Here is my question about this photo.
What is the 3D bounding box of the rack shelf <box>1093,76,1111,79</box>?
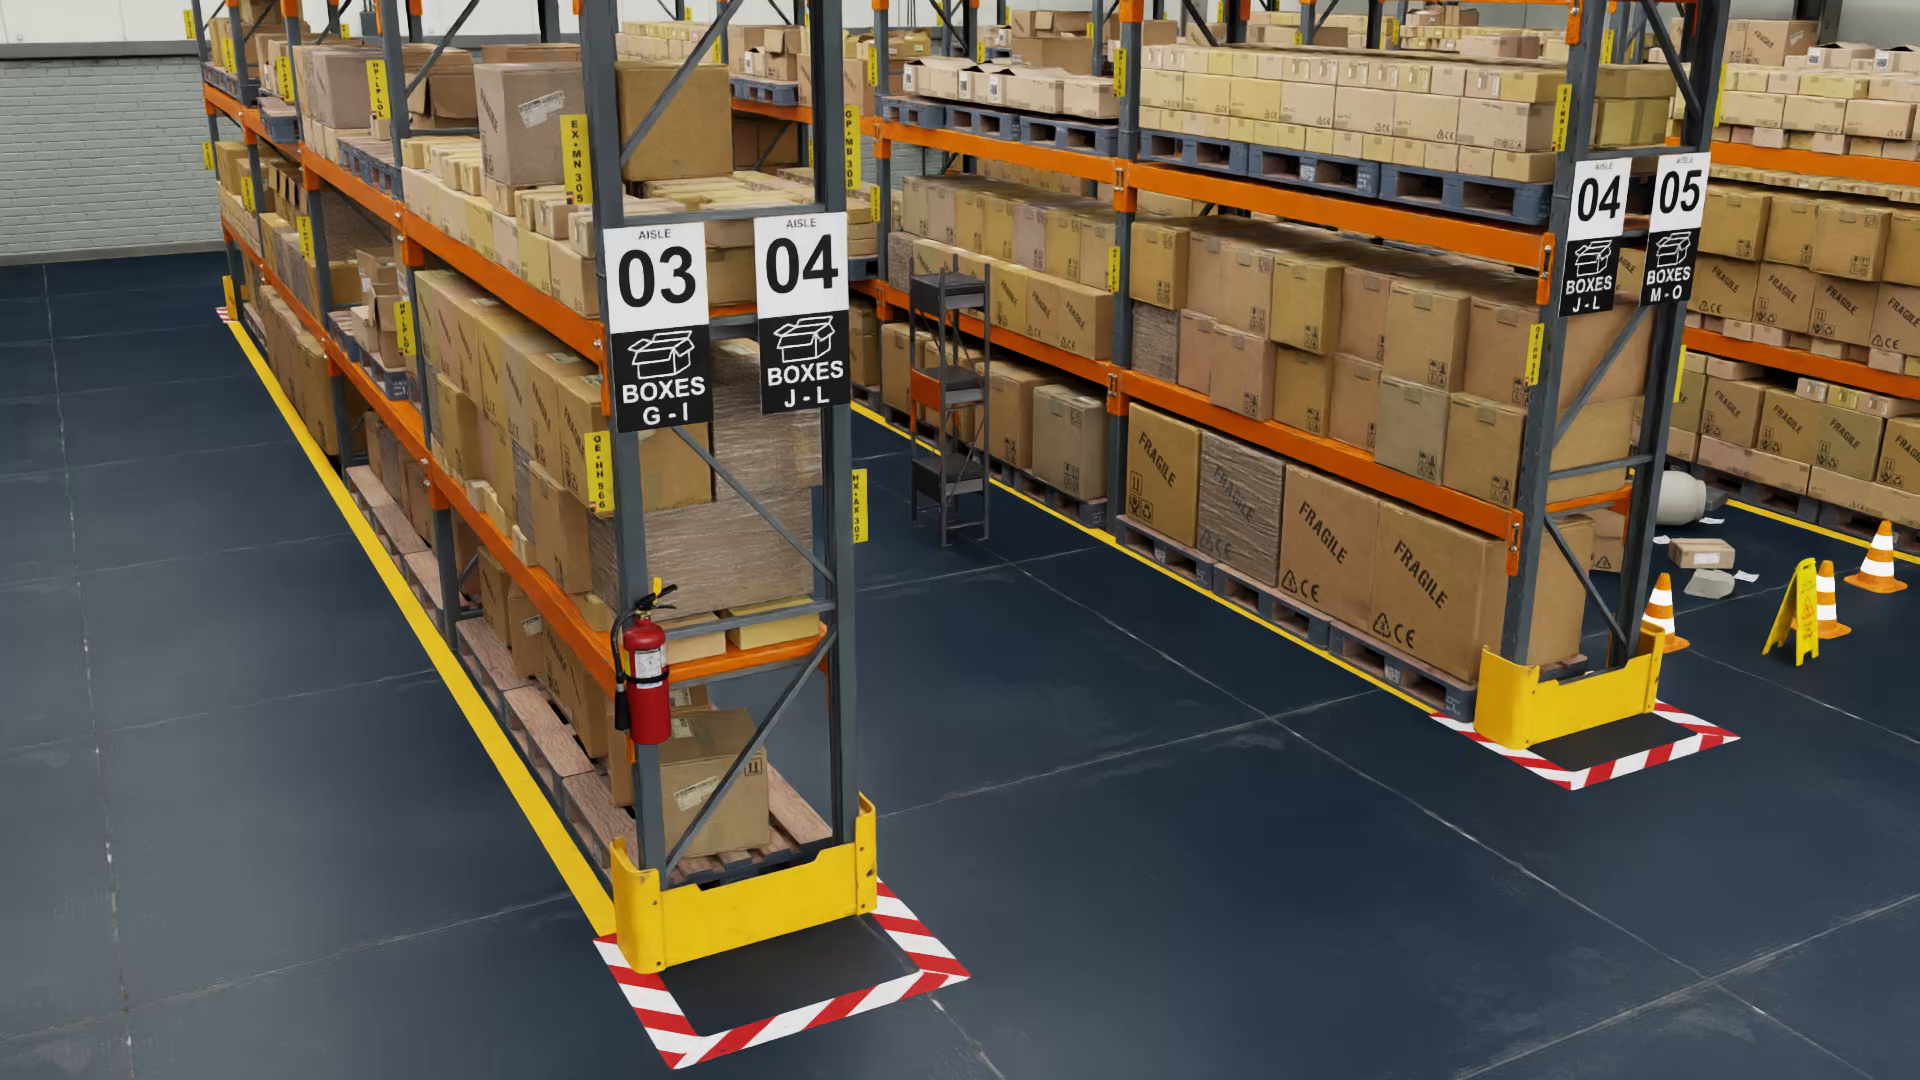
[{"bbox_3d":[3.052,-5.134,19.416,1.077,0.370,4.000,-10,21,-27],"label":"rack shelf"}]

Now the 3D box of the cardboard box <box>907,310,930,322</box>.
[{"bbox_3d":[-0.421,-2.293,16.717,0.500,0.250,0.500,-11,22,-29],"label":"cardboard box"}]

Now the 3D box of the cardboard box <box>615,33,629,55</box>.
[{"bbox_3d":[-4.121,-6.397,21.437,0.500,0.250,0.500,-10,21,-26],"label":"cardboard box"}]

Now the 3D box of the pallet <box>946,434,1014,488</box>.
[{"bbox_3d":[0.577,-0.780,14.570,1.003,0.211,1.213,-10,21,-27],"label":"pallet"}]

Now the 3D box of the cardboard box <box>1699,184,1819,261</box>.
[{"bbox_3d":[6.357,-2.536,13.241,0.700,0.500,0.500,-11,22,-28],"label":"cardboard box"}]

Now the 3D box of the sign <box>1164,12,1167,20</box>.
[{"bbox_3d":[2.575,-6.528,21.079,0.100,0.325,0.005,-10,21,-27],"label":"sign"}]

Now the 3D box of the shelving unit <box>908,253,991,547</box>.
[{"bbox_3d":[-0.079,-1.040,12.427,0.431,2.100,0.503,-10,21,-27],"label":"shelving unit"}]

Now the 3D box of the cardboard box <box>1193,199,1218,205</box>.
[{"bbox_3d":[3.040,-4.038,19.198,0.500,0.250,0.500,-11,22,-28],"label":"cardboard box"}]

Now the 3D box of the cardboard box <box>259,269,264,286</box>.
[{"bbox_3d":[-7.289,-2.750,18.615,0.875,0.875,0.875,-10,21,-27],"label":"cardboard box"}]

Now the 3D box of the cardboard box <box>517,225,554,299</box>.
[{"bbox_3d":[-1.613,-1.240,7.257,0.500,0.250,0.500,-10,21,-26],"label":"cardboard box"}]

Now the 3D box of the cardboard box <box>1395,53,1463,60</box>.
[{"bbox_3d":[2.890,-2.895,10.191,0.380,0.149,0.250,-10,21,-26],"label":"cardboard box"}]

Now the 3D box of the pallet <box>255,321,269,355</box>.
[{"bbox_3d":[-7.495,-2.358,19.142,1.003,0.211,1.213,-10,21,-27],"label":"pallet"}]

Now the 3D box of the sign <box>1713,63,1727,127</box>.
[{"bbox_3d":[3.984,-2.343,8.762,0.100,0.325,0.005,-10,21,-27],"label":"sign"}]

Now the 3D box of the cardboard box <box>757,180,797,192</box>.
[{"bbox_3d":[-1.928,-3.713,17.622,0.380,0.149,0.250,-10,21,-27],"label":"cardboard box"}]

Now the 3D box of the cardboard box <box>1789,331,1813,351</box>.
[{"bbox_3d":[6.726,-1.583,13.005,0.380,0.149,0.250,-10,21,-27],"label":"cardboard box"}]

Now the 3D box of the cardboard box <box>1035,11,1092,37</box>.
[{"bbox_3d":[1.434,-6.725,21.968,0.797,0.503,0.637,-8,21,-22],"label":"cardboard box"}]

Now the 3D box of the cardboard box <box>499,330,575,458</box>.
[{"bbox_3d":[-1.877,-0.717,7.970,0.500,0.500,0.500,-10,21,-27],"label":"cardboard box"}]

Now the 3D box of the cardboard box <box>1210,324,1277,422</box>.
[{"bbox_3d":[2.213,-1.177,11.215,0.875,0.550,0.550,-10,21,-27],"label":"cardboard box"}]

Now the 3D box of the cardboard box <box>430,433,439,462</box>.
[{"bbox_3d":[-2.983,-0.572,10.075,0.380,0.149,0.250,-10,21,-27],"label":"cardboard box"}]

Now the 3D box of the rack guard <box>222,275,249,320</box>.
[{"bbox_3d":[-8.530,-3.069,20.759,1.175,0.500,0.348,-10,21,-27],"label":"rack guard"}]

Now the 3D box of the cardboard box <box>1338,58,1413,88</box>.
[{"bbox_3d":[2.430,-2.721,9.685,0.380,0.149,0.250,-10,22,-27],"label":"cardboard box"}]

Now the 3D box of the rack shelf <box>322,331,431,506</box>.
[{"bbox_3d":[-3.770,-1.033,12.129,1.077,0.370,4.000,-10,21,-27],"label":"rack shelf"}]

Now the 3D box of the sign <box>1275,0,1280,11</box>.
[{"bbox_3d":[5.067,-8.465,26.610,0.100,0.325,0.005,-10,21,-27],"label":"sign"}]

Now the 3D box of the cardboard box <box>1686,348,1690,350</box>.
[{"bbox_3d":[6.418,-1.459,14.682,0.500,0.500,0.500,-10,22,-27],"label":"cardboard box"}]

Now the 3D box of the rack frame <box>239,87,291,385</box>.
[{"bbox_3d":[-6.619,-3.095,17.003,1.000,3.000,0.127,-10,21,-27],"label":"rack frame"}]

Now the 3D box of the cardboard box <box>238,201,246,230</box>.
[{"bbox_3d":[-7.550,-3.546,18.083,0.500,0.250,0.500,-10,21,-26],"label":"cardboard box"}]

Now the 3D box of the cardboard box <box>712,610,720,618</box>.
[{"bbox_3d":[-0.948,0.275,7.622,0.380,0.149,0.250,-10,21,-27],"label":"cardboard box"}]

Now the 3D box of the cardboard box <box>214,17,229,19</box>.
[{"bbox_3d":[-8.224,-5.814,19.332,0.700,0.500,0.500,-11,22,-30],"label":"cardboard box"}]

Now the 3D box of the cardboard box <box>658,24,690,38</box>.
[{"bbox_3d":[-3.440,-6.176,20.185,0.380,0.149,0.250,-9,21,-25],"label":"cardboard box"}]

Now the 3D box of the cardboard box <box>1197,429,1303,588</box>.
[{"bbox_3d":[2.261,-0.283,11.466,0.875,0.875,0.875,-10,21,-26],"label":"cardboard box"}]

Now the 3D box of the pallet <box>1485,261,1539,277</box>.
[{"bbox_3d":[5.666,-2.485,15.529,1.003,0.211,1.213,-10,21,-27],"label":"pallet"}]

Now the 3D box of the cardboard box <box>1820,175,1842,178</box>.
[{"bbox_3d":[9.731,-3.966,18.379,0.380,0.149,0.250,-10,21,-27],"label":"cardboard box"}]

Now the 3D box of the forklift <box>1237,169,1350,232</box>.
[{"bbox_3d":[3.193,-2.699,15.959,1.130,2.935,3.031,15,24,36],"label":"forklift"}]

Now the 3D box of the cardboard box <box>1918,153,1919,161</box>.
[{"bbox_3d":[7.080,-2.775,11.861,0.380,0.149,0.250,-10,21,-26],"label":"cardboard box"}]

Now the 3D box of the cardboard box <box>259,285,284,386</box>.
[{"bbox_3d":[-6.298,-2.109,16.758,1.225,0.875,0.875,-10,21,-26],"label":"cardboard box"}]

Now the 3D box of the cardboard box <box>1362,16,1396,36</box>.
[{"bbox_3d":[6.017,-7.232,23.400,0.500,0.250,0.500,-10,21,-27],"label":"cardboard box"}]

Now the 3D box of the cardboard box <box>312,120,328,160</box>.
[{"bbox_3d":[-4.477,-2.972,12.278,0.500,0.250,0.500,-9,21,-25],"label":"cardboard box"}]

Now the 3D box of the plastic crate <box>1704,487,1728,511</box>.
[{"bbox_3d":[5.925,-0.376,13.599,0.583,0.080,0.402,16,25,39],"label":"plastic crate"}]

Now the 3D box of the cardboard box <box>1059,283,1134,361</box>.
[{"bbox_3d":[1.110,-1.694,12.788,0.500,0.500,0.500,-10,21,-27],"label":"cardboard box"}]

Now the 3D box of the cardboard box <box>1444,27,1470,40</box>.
[{"bbox_3d":[6.643,-6.718,22.034,0.380,0.149,0.250,-10,22,-28],"label":"cardboard box"}]

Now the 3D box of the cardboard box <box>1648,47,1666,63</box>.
[{"bbox_3d":[8.267,-5.658,19.393,0.380,0.166,0.250,-10,21,-27],"label":"cardboard box"}]

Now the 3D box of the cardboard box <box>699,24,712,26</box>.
[{"bbox_3d":[-2.978,-6.260,20.427,0.380,0.149,0.250,-11,22,-28],"label":"cardboard box"}]

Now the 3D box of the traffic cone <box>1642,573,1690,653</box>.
[{"bbox_3d":[4.490,0.437,10.656,0.336,0.463,0.334,-10,21,-27],"label":"traffic cone"}]

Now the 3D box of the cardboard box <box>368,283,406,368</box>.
[{"bbox_3d":[-3.725,-1.530,11.663,0.797,0.503,0.637,-8,20,-21],"label":"cardboard box"}]

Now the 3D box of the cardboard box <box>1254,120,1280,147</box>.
[{"bbox_3d":[2.073,-2.561,10.443,0.380,0.149,0.250,-10,21,-27],"label":"cardboard box"}]

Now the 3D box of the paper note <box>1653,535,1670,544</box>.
[{"bbox_3d":[5.329,-0.007,12.622,0.148,0.019,0.142,-3,19,-8],"label":"paper note"}]

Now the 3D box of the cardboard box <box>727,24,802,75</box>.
[{"bbox_3d":[-2.123,-5.373,18.207,0.700,0.500,0.500,-10,21,-27],"label":"cardboard box"}]

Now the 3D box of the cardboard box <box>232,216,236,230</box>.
[{"bbox_3d":[-8.028,-3.603,18.860,0.380,0.149,0.250,-10,22,-27],"label":"cardboard box"}]

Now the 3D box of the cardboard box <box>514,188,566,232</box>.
[{"bbox_3d":[-1.714,-1.440,7.227,0.380,0.149,0.250,-10,21,-26],"label":"cardboard box"}]

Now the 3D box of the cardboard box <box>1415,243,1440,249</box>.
[{"bbox_3d":[4.717,-2.968,16.377,0.380,0.149,0.250,-9,21,-25],"label":"cardboard box"}]

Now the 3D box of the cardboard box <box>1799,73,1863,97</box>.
[{"bbox_3d":[6.574,-3.436,12.553,0.380,0.149,0.250,-10,21,-26],"label":"cardboard box"}]

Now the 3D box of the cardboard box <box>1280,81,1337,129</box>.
[{"bbox_3d":[2.301,-2.653,10.100,0.500,0.250,0.500,-10,21,-26],"label":"cardboard box"}]

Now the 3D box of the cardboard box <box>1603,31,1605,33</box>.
[{"bbox_3d":[8.054,-6.294,20.838,0.380,0.149,0.250,-9,21,-25],"label":"cardboard box"}]

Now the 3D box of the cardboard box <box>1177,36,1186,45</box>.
[{"bbox_3d":[2.706,-5.984,20.270,0.500,0.311,0.500,-10,21,-27],"label":"cardboard box"}]

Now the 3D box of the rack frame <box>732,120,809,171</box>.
[{"bbox_3d":[-2.206,-3.835,19.146,1.000,3.000,0.127,-10,21,-27],"label":"rack frame"}]

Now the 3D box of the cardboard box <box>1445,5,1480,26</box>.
[{"bbox_3d":[6.829,-7.134,22.605,0.396,0.266,0.258,-10,21,-27],"label":"cardboard box"}]

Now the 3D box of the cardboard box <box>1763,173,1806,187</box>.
[{"bbox_3d":[9.083,-3.948,18.326,0.380,0.149,0.250,-11,22,-28],"label":"cardboard box"}]

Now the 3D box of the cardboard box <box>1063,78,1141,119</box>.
[{"bbox_3d":[1.117,-3.309,12.457,0.500,0.250,0.500,-10,21,-26],"label":"cardboard box"}]
